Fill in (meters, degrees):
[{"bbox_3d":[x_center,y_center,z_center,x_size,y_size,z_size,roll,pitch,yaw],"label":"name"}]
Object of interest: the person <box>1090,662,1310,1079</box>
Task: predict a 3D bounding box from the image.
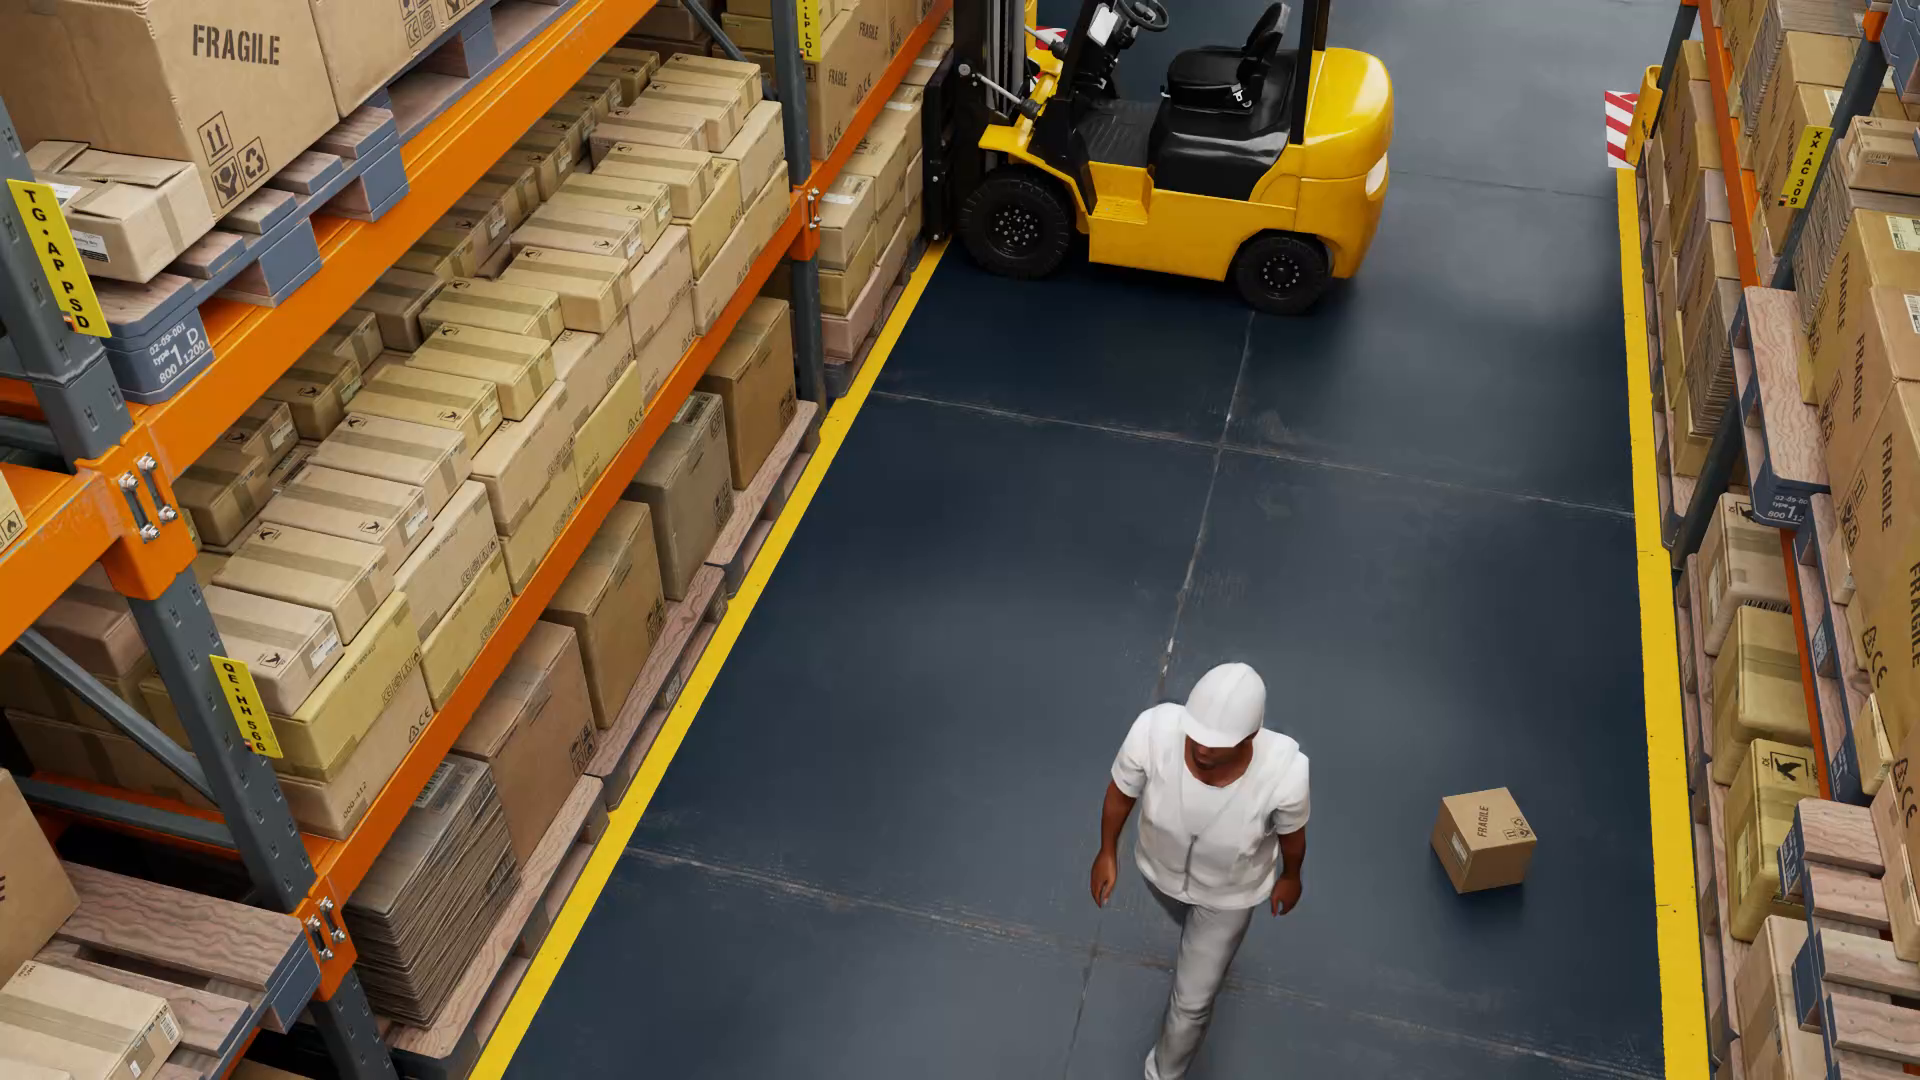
[{"bbox_3d":[0.725,0.968,5.033,0.596,1.726,1.042,20,45,22],"label":"person"}]
